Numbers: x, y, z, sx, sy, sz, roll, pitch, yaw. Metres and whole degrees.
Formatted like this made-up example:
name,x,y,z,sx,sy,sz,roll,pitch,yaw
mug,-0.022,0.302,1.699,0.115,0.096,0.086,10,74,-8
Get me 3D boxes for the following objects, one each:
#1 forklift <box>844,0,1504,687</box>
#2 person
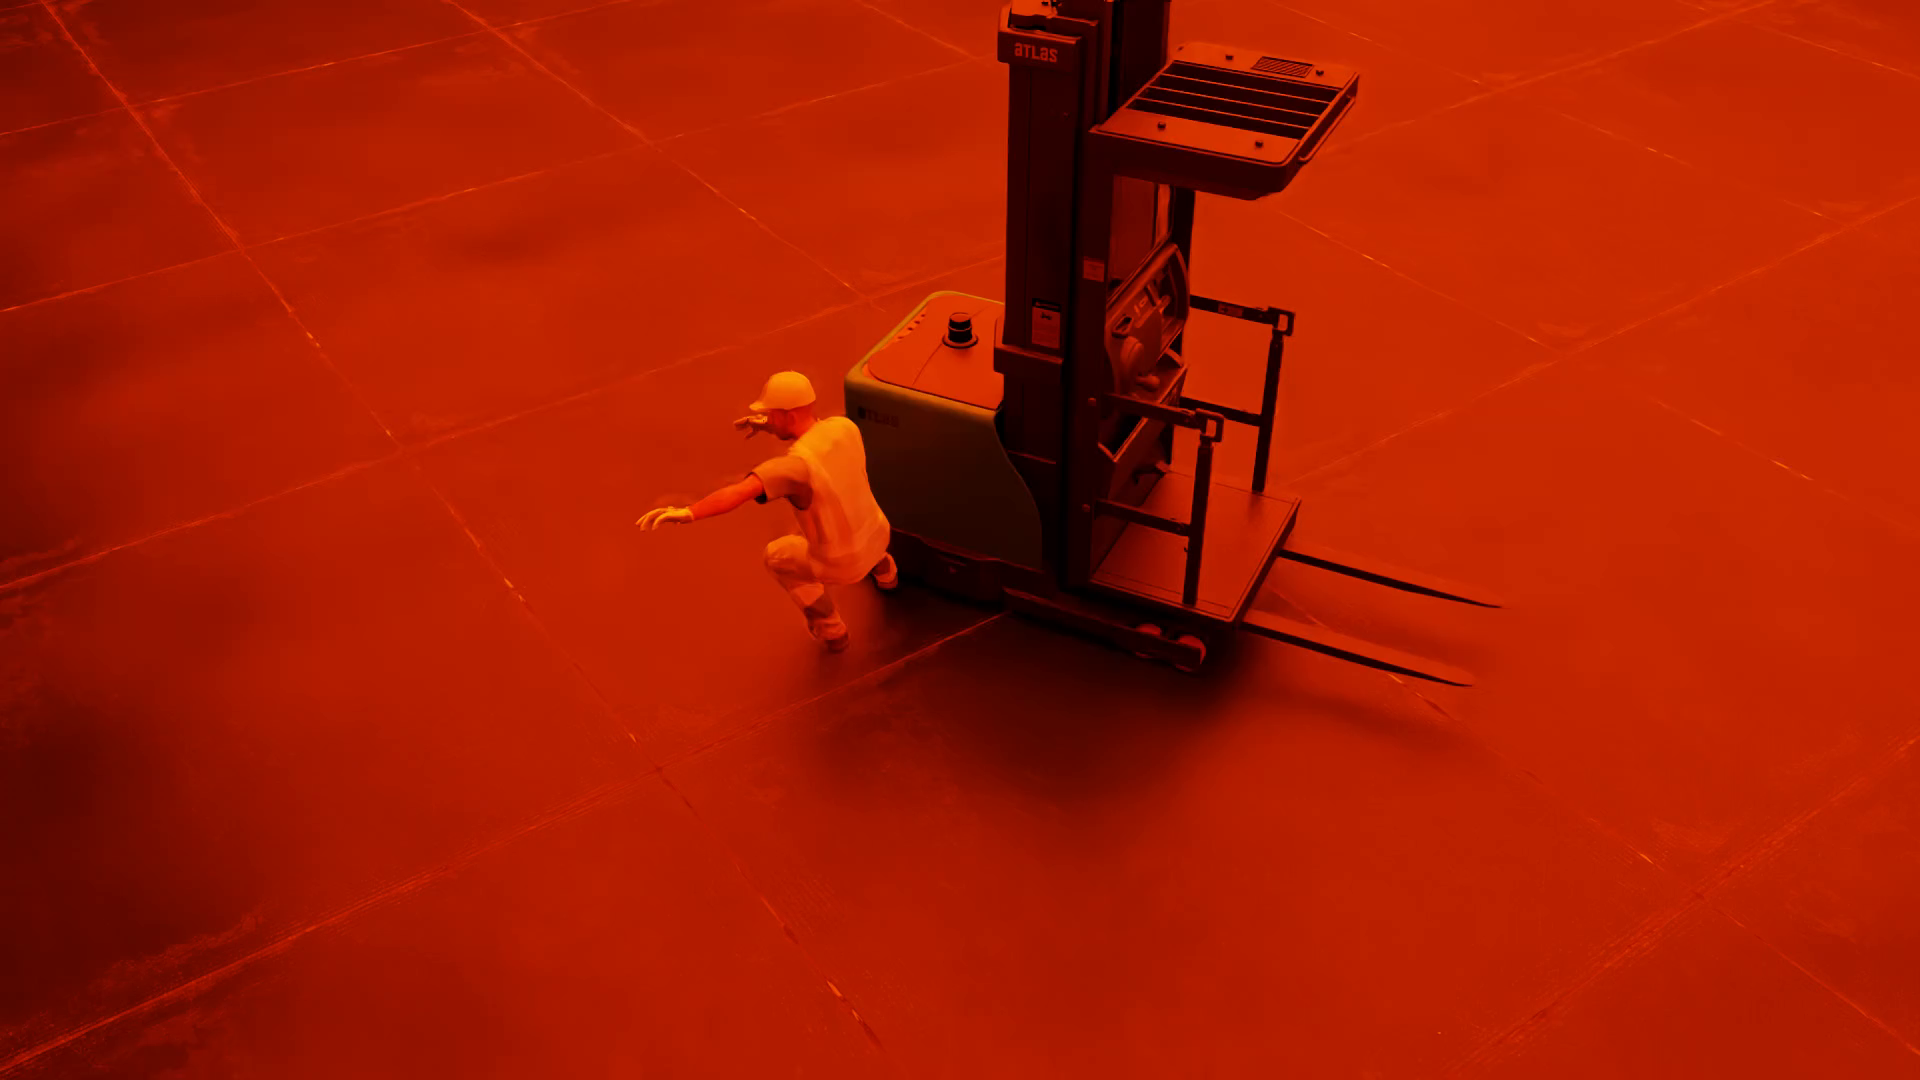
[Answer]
name,x,y,z,sx,sy,sz,roll,pitch,yaw
forklift,1.003,-0.941,7.217,3.031,2.935,1.130,16,39,21
person,-0.714,-0.070,7.246,0.804,1.479,1.613,20,41,25
